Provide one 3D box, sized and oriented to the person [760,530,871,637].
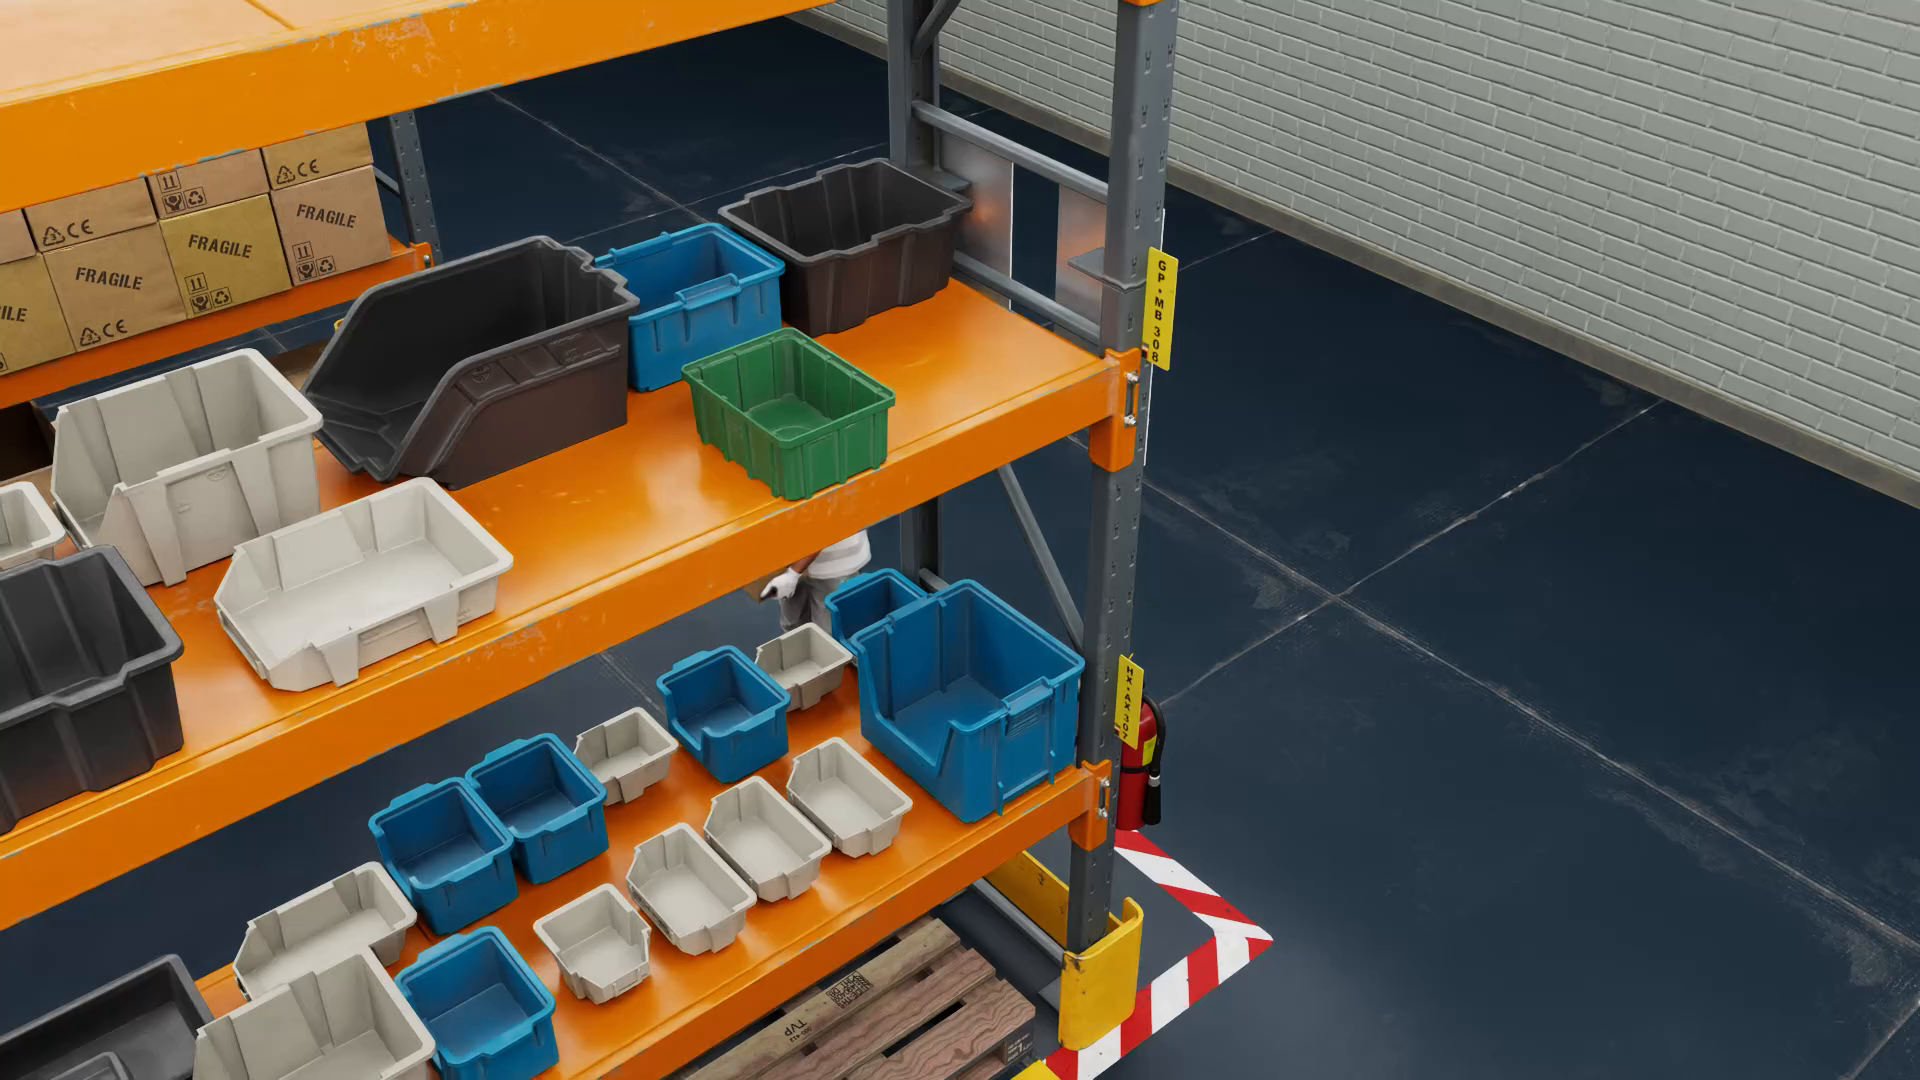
[{"bbox_3d":[-0.651,0.114,6.905,0.568,1.779,0.488,-25,43,-31],"label":"person"}]
